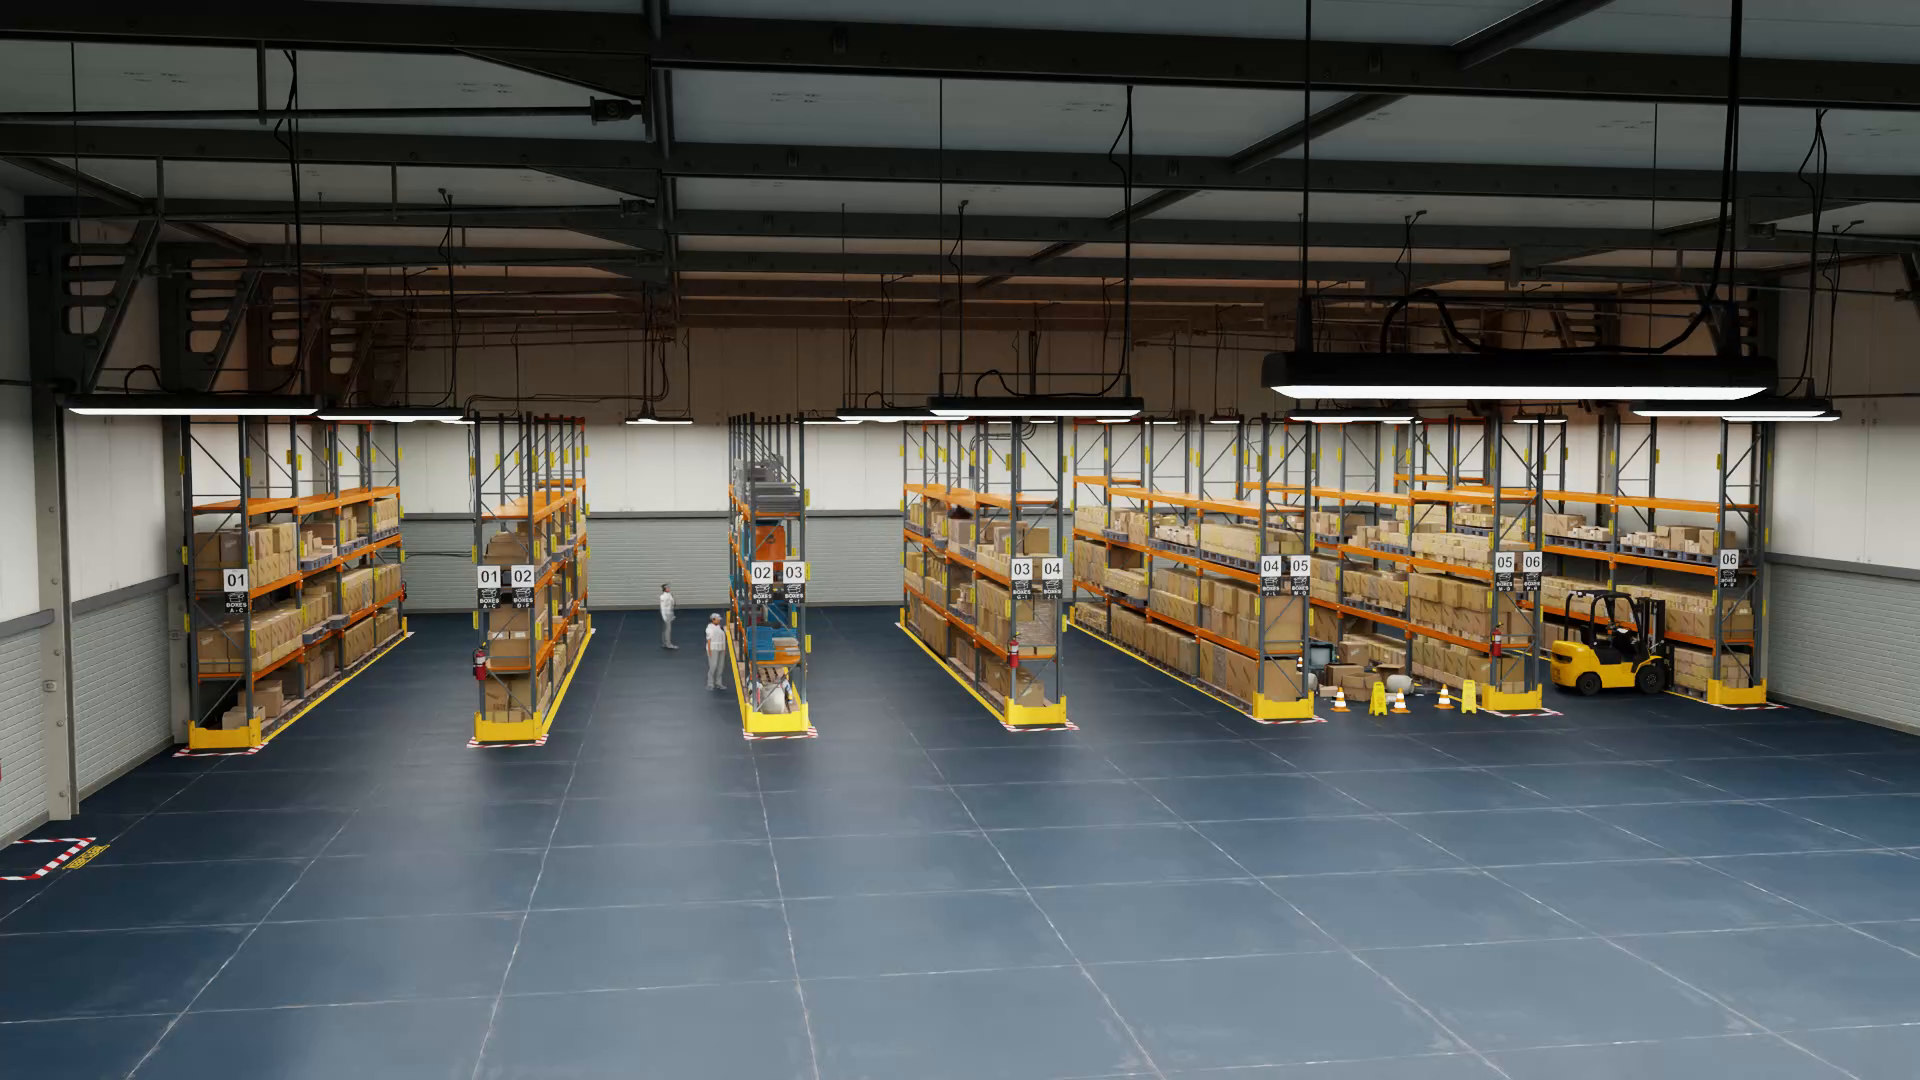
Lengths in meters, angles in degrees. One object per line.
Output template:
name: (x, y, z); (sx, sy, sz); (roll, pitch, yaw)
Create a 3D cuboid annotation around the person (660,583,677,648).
person: (-7.555, 1.946, 43.220); (0.438, 1.695, 0.507); (0, 4, 1)

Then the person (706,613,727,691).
person: (-5.348, 2.467, 36.354); (0.390, 1.739, 0.558); (2, 4, 30)

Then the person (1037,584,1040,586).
person: (2.048, 1.518, 48.768); (0.683, 1.747, 0.553); (4, 5, 42)

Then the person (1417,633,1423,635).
person: (11.941, 1.941, 43.082); (0.440, 1.729, 0.575); (1, 4, 20)
